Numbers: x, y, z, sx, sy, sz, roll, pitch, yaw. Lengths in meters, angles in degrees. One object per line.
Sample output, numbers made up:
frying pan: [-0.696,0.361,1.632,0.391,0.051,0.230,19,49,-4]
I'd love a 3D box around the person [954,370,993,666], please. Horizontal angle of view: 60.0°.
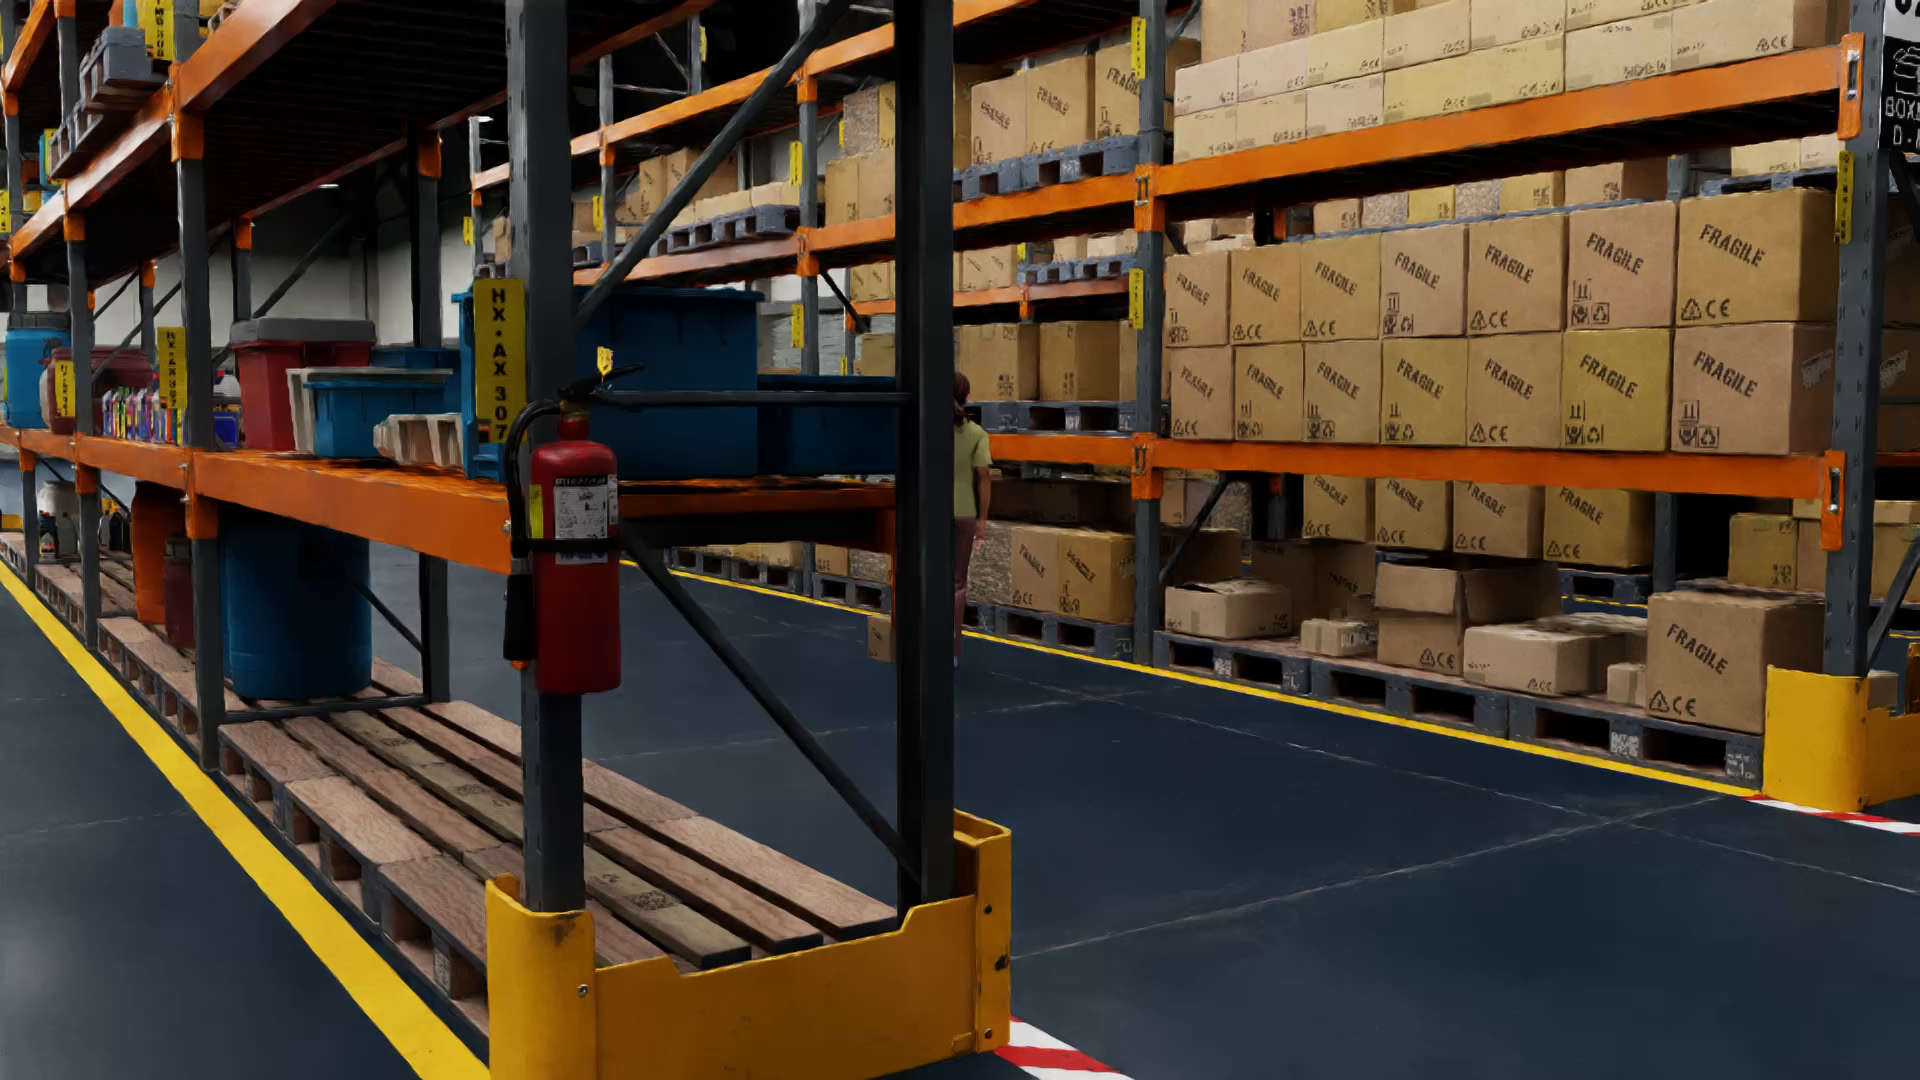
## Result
person: [-0.083,-0.102,9.142,0.461,1.652,0.754,-2,5,-21]
